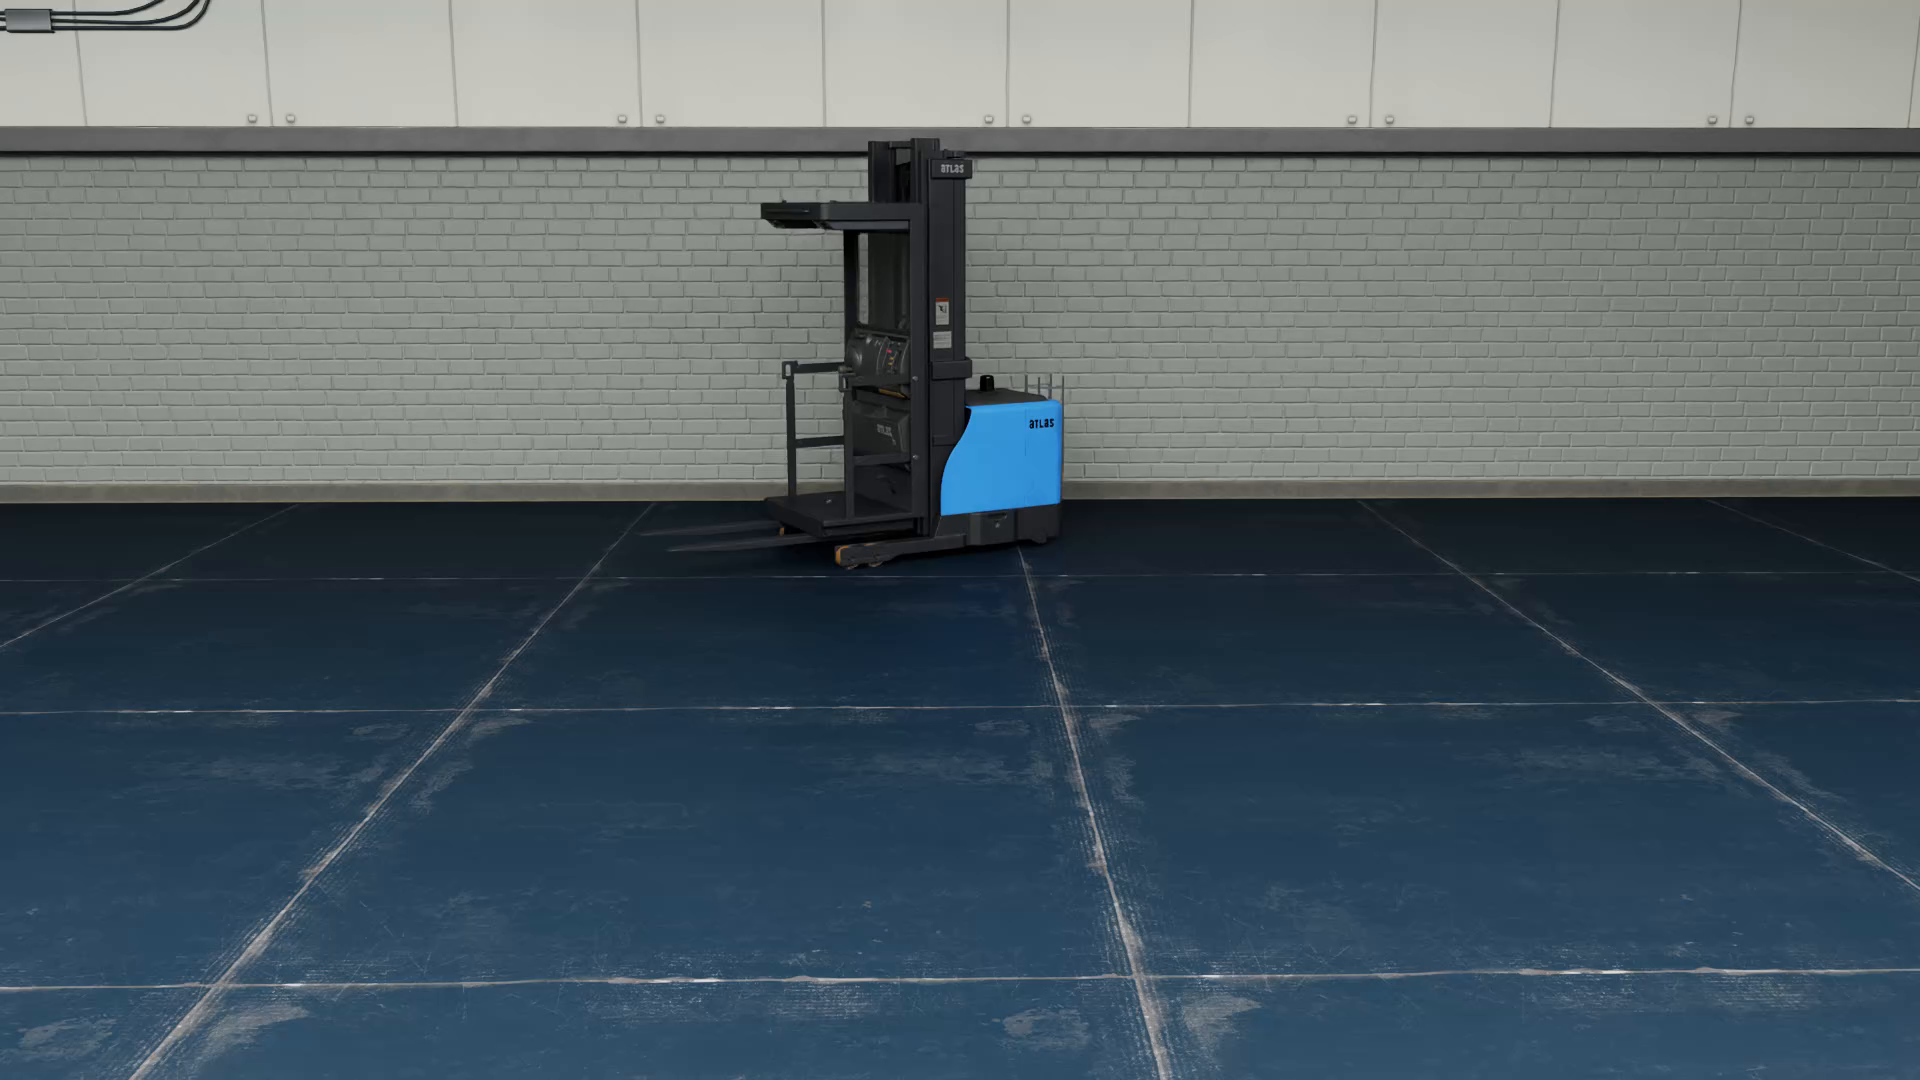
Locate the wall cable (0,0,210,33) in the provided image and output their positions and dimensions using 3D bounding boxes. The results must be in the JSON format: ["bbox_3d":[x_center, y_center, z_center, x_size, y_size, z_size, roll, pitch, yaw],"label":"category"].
[{"bbox_3d":[-7.104,-6.383,12.837,2.305,6.003,0.169,0,11,-1],"label":"wall cable"}]

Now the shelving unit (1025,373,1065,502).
[{"bbox_3d":[0.648,-0.675,12.866,0.258,1.200,0.189,-6,13,-28],"label":"shelving unit"}]

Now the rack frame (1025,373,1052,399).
[{"bbox_3d":[0.604,-0.691,12.945,0.240,1.200,0.006,-6,13,-28],"label":"rack frame"}]

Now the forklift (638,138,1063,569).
[{"bbox_3d":[-0.775,-1.351,11.847,3.031,2.935,1.130,-6,13,-28],"label":"forklift"}]

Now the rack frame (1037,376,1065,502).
[{"bbox_3d":[0.692,-0.659,12.788,0.240,1.200,0.006,-6,13,-28],"label":"rack frame"}]
